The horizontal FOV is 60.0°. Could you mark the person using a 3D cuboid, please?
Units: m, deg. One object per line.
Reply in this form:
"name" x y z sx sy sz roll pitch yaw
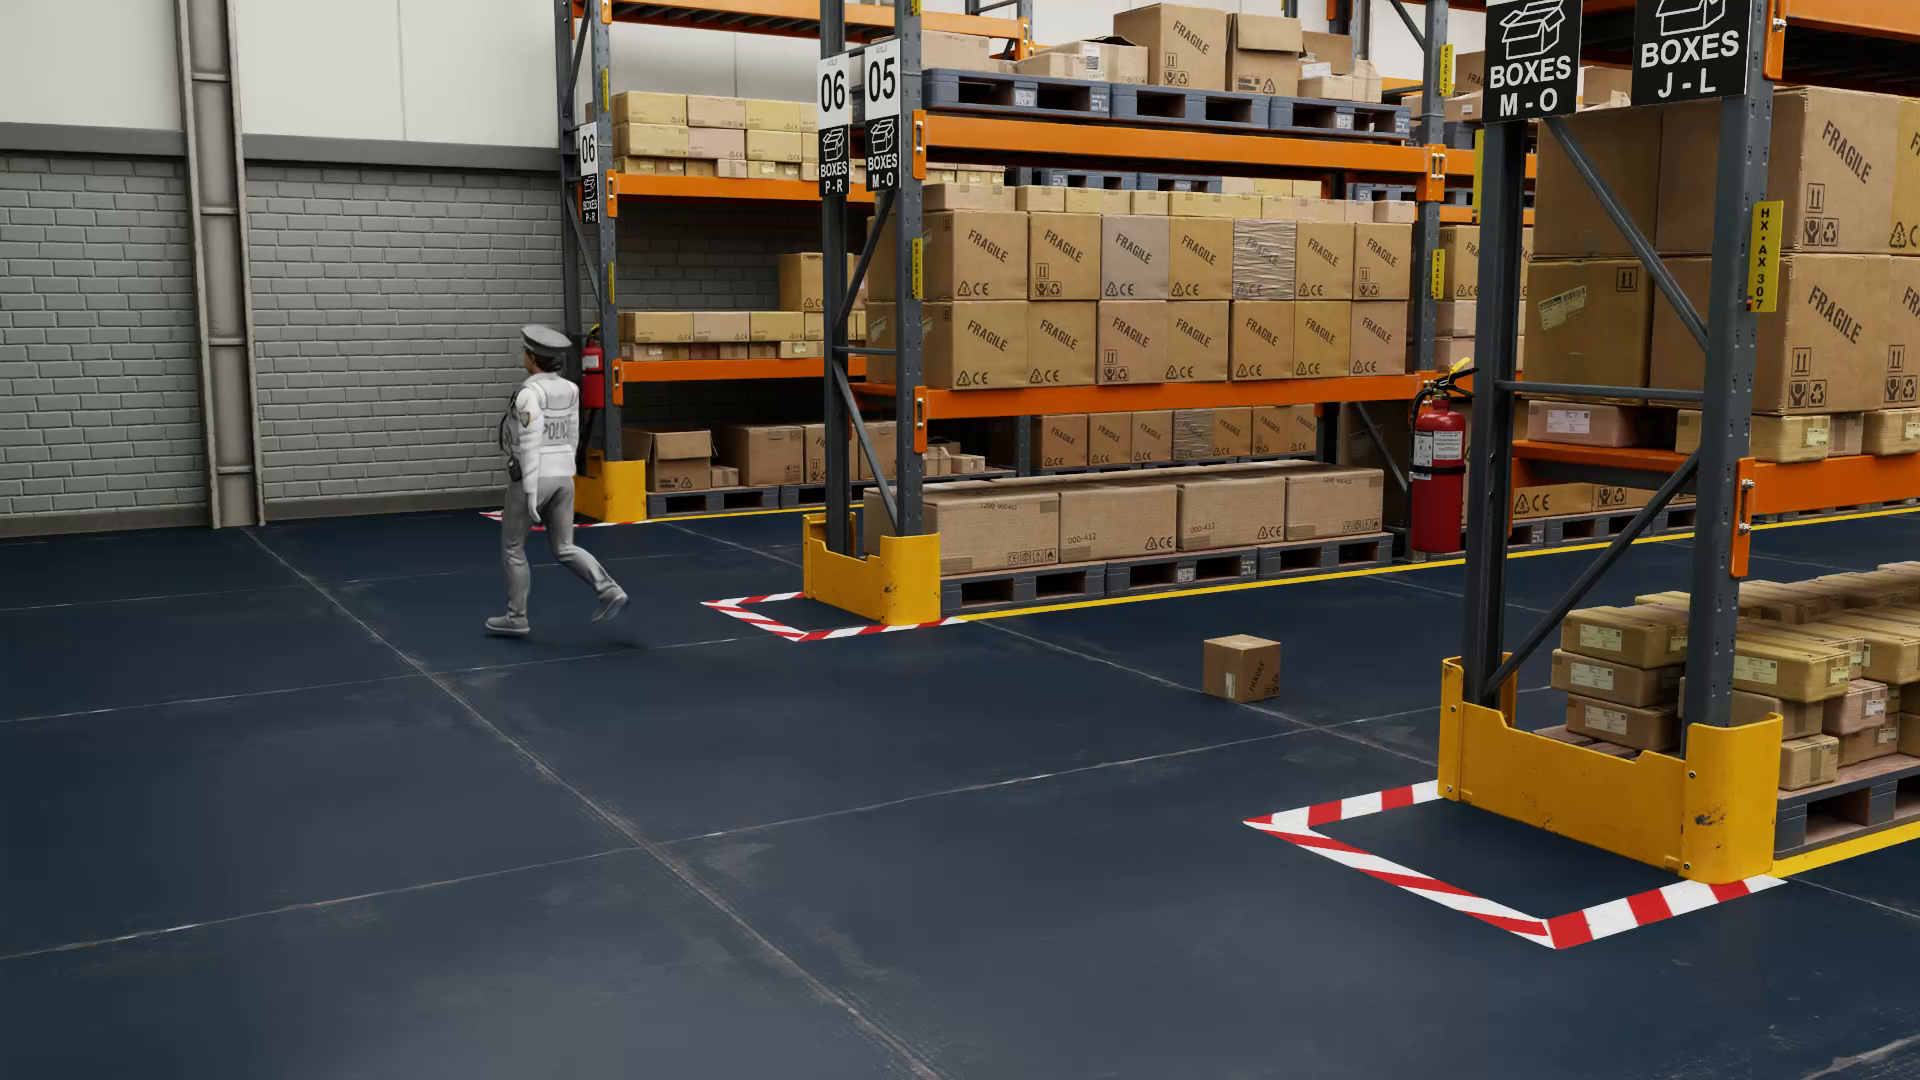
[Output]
"person" -2.177 -0.314 8.842 0.840 1.655 0.484 5 9 29
